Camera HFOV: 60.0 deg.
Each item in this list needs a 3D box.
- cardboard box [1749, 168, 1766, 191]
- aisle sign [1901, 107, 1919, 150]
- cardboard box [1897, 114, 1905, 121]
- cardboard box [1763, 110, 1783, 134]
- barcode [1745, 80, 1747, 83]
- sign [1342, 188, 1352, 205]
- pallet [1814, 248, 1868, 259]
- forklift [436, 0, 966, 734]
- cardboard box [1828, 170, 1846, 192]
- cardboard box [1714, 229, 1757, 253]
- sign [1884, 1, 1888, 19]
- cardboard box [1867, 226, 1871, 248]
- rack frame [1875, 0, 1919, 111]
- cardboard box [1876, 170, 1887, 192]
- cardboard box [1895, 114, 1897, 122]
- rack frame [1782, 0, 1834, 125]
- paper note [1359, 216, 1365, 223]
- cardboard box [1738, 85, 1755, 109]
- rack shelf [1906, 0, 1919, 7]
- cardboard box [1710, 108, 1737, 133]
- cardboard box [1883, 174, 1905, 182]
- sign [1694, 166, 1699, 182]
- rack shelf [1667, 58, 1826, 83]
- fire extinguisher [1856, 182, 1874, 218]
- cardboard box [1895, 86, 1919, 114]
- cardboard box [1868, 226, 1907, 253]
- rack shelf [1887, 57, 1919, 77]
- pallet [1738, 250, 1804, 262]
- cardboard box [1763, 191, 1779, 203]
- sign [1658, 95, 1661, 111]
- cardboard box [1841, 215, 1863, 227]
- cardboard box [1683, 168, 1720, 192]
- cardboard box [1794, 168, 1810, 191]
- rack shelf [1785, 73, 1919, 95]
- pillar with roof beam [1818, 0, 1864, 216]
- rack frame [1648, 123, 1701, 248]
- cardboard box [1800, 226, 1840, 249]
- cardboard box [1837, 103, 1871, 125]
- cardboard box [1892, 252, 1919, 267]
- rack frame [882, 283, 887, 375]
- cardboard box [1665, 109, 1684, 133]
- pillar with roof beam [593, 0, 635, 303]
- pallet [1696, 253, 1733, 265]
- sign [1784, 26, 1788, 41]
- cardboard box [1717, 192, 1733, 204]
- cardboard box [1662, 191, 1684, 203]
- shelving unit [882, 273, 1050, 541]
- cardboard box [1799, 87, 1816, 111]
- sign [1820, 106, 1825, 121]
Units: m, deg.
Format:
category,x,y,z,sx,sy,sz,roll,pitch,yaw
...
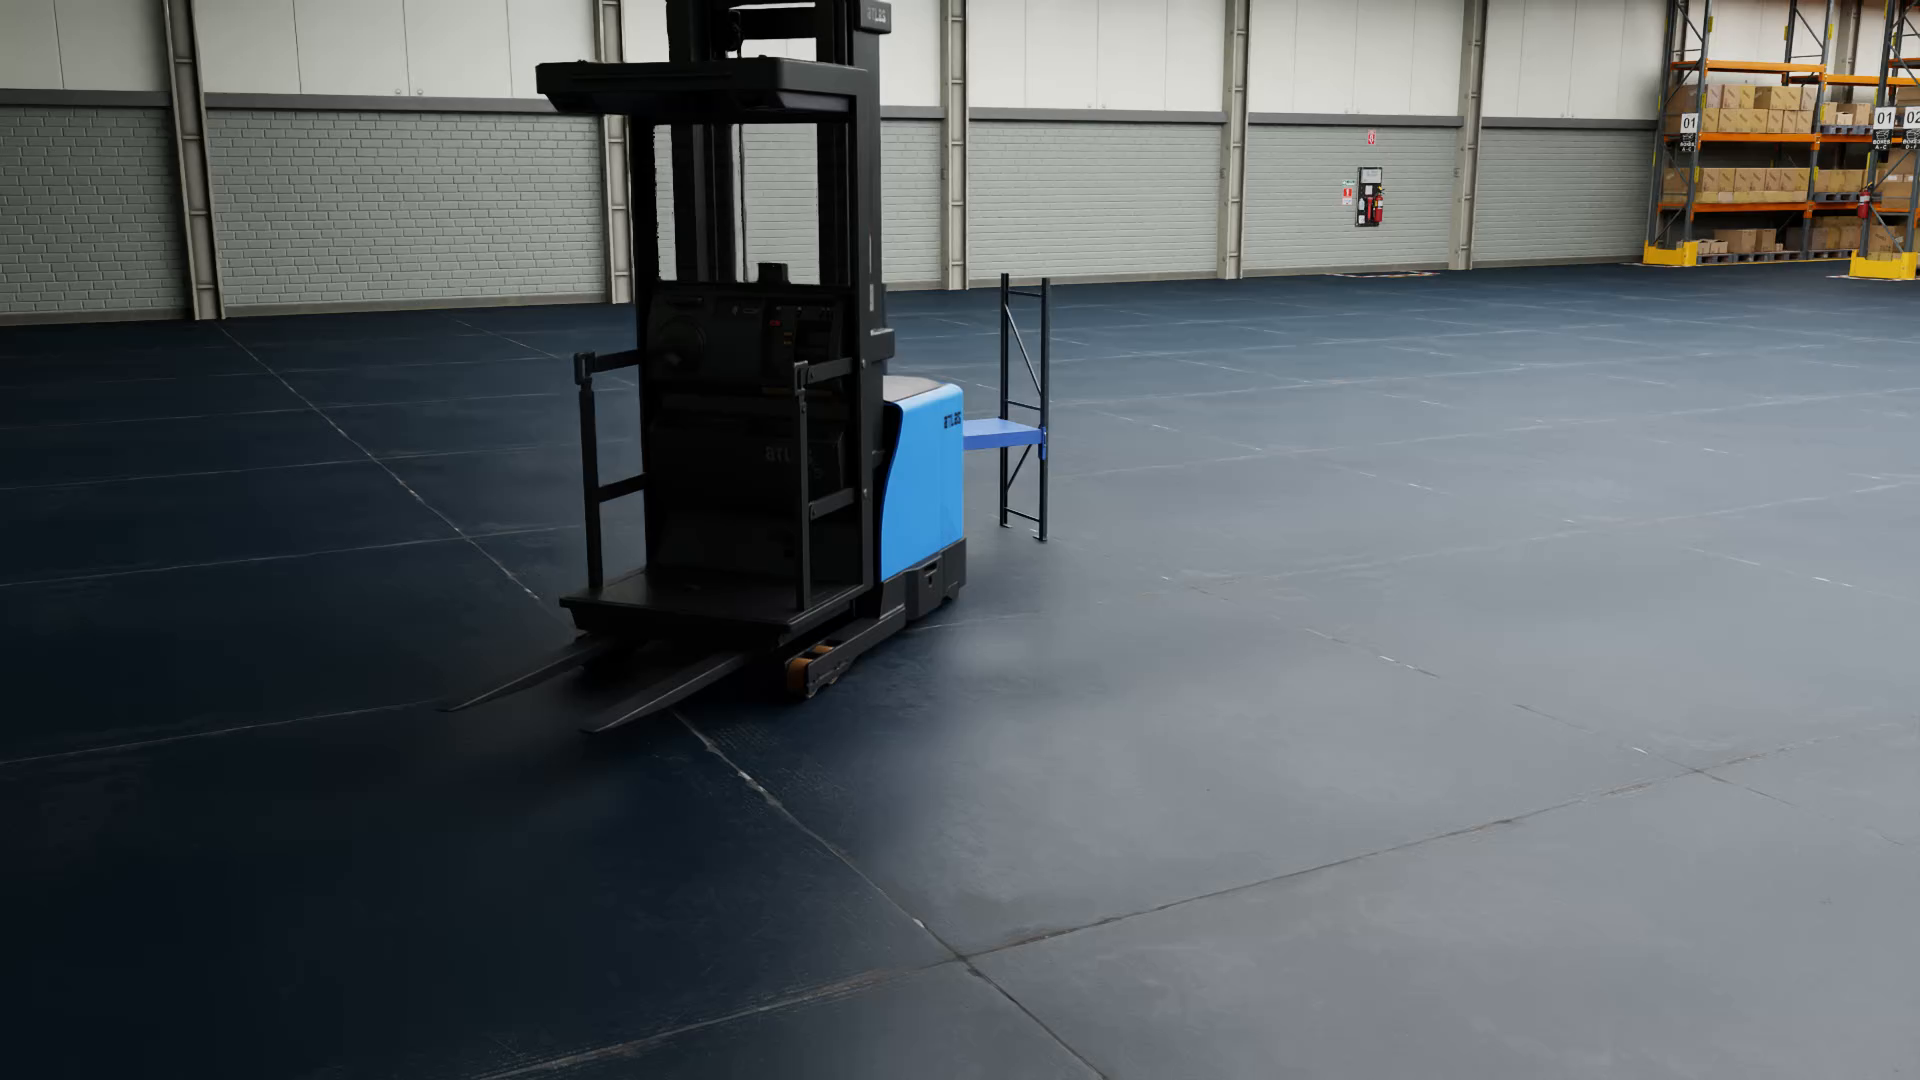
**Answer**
category,x,y,z,sx,sy,sz,roll,pitch,yaw
cardboard box,17.412,-7.967,36.767,0.500,0.500,0.500,-6,14,-26
aisle sign,17.973,-7.761,31.341,0.004,0.787,0.394,-7,14,-28
cardboard box,22.919,-10.142,39.782,0.500,0.500,0.700,-8,15,-32
cardboard box,17.775,-9.238,36.722,0.500,0.500,0.500,-7,15,-30
barcode,17.592,-10.260,37.210,0.075,0.075,0.001,-7,14,-28
sign,7.718,-6.848,33.126,0.234,0.329,0.001,-7,14,-28
pallet,20.772,-6.784,39.275,1.213,0.211,1.003,-7,14,-28
forklift,-0.992,-0.891,6.893,1.130,2.935,3.031,5,14,21
cardboard box,19.975,-8.301,38.434,0.500,0.500,0.700,-5,14,-22
cardboard box,17.325,-6.691,37.198,0.500,0.500,0.700,-8,15,-31
sign,17.636,-10.086,31.620,0.005,0.325,0.100,-7,14,-28
cardboard box,21.414,-7.232,39.603,0.500,0.500,0.700,-7,14,-28
rack frame,17.884,-9.485,31.260,0.127,3.000,1.000,-7,14,-28
cardboard box,21.643,-8.502,39.327,0.500,0.500,0.700,-8,15,-33
cardboard box,21.786,-9.845,39.417,0.500,0.500,0.500,-7,14,-28
rack frame,19.018,-10.860,37.370,0.127,3.000,1.000,-7,14,-28
paper note,8.064,-6.434,33.373,0.142,0.148,0.016,-7,14,-28
cardboard box,16.870,-9.615,36.119,0.500,0.500,0.500,-6,14,-26
rack shelf,24.284,-12.762,39.889,4.000,0.370,1.077,-7,14,-28
cardboard box,16.409,-9.071,35.979,0.500,0.500,0.500,-6,14,-24
cardboard box,18.128,-7.001,32.179,0.250,0.149,0.380,-7,15,-29
sign,15.767,-7.830,35.600,0.005,0.325,0.100,-7,14,-28
rack shelf,17.262,-10.297,36.515,4.000,0.370,1.077,-7,14,-28
fire extinguisher,17.557,-6.598,32.270,0.183,0.674,0.296,-7,14,-28
cardboard box,18.390,-8.405,31.782,0.637,0.503,0.797,-6,14,-24
cardboard box,18.212,-5.901,32.598,0.500,0.500,0.500,-7,14,-28
rack shelf,19.639,-9.149,32.318,4.000,0.370,1.077,-7,14,-28
pallet,18.445,-6.496,37.991,1.213,0.211,1.003,-7,14,-28
cardboard box,17.872,-7.655,37.088,0.500,0.250,0.500,-7,14,-28
sign,15.258,-9.517,36.217,0.005,0.325,0.100,-7,14,-28
cardboard box,20.942,-7.526,39.204,0.500,0.250,0.500,-7,14,-28
cardboard box,16.070,-7.807,36.057,0.500,0.500,0.500,-7,14,-28
cardboard box,18.751,-8.127,37.475,0.500,0.500,0.500,-7,14,-28
rack shelf,20.773,-10.525,38.428,4.000,0.370,1.077,-7,14,-28
pillar with roof beam,23.036,-10.481,35.687,0.400,9.000,9.100,-7,14,-28
rack frame,15.507,-7.513,36.159,0.127,3.000,1.000,-7,14,-28
cardboard box,20.085,-7.073,38.898,0.500,0.500,0.700,-7,15,-29
cardboard box,20.618,-9.822,38.406,0.500,0.500,0.500,-7,15,-30
cardboard box,18.461,-5.435,32.235,0.500,0.250,0.500,-7,14,-28
rack frame,-0.521,-0.669,9.167,0.032,1.500,0.500,-7,14,-28
cardboard box,15.752,-9.127,36.229,0.500,0.500,0.500,-6,14,-24
pillar with roof beam,-3.296,-7.325,21.663,0.400,9.000,9.100,-7,14,-28
pallet,16.303,-6.239,36.850,1.213,0.211,1.003,-7,14,-28
sign,18.747,-11.500,37.723,0.005,0.325,0.100,-7,14,-28
cardboard box,16.536,-7.497,36.385,0.500,0.250,0.500,-7,15,-30
cardboard box,15.824,-7.536,36.558,0.500,0.250,0.500,-7,14,-27
shelving unit,-0.075,-0.723,9.405,1.048,1.500,0.538,-7,14,-28
cardboard box,18.708,-9.838,37.110,0.500,0.500,0.500,-8,15,-33
sign,19.284,-9.545,37.182,0.005,0.325,0.100,-7,14,-28
